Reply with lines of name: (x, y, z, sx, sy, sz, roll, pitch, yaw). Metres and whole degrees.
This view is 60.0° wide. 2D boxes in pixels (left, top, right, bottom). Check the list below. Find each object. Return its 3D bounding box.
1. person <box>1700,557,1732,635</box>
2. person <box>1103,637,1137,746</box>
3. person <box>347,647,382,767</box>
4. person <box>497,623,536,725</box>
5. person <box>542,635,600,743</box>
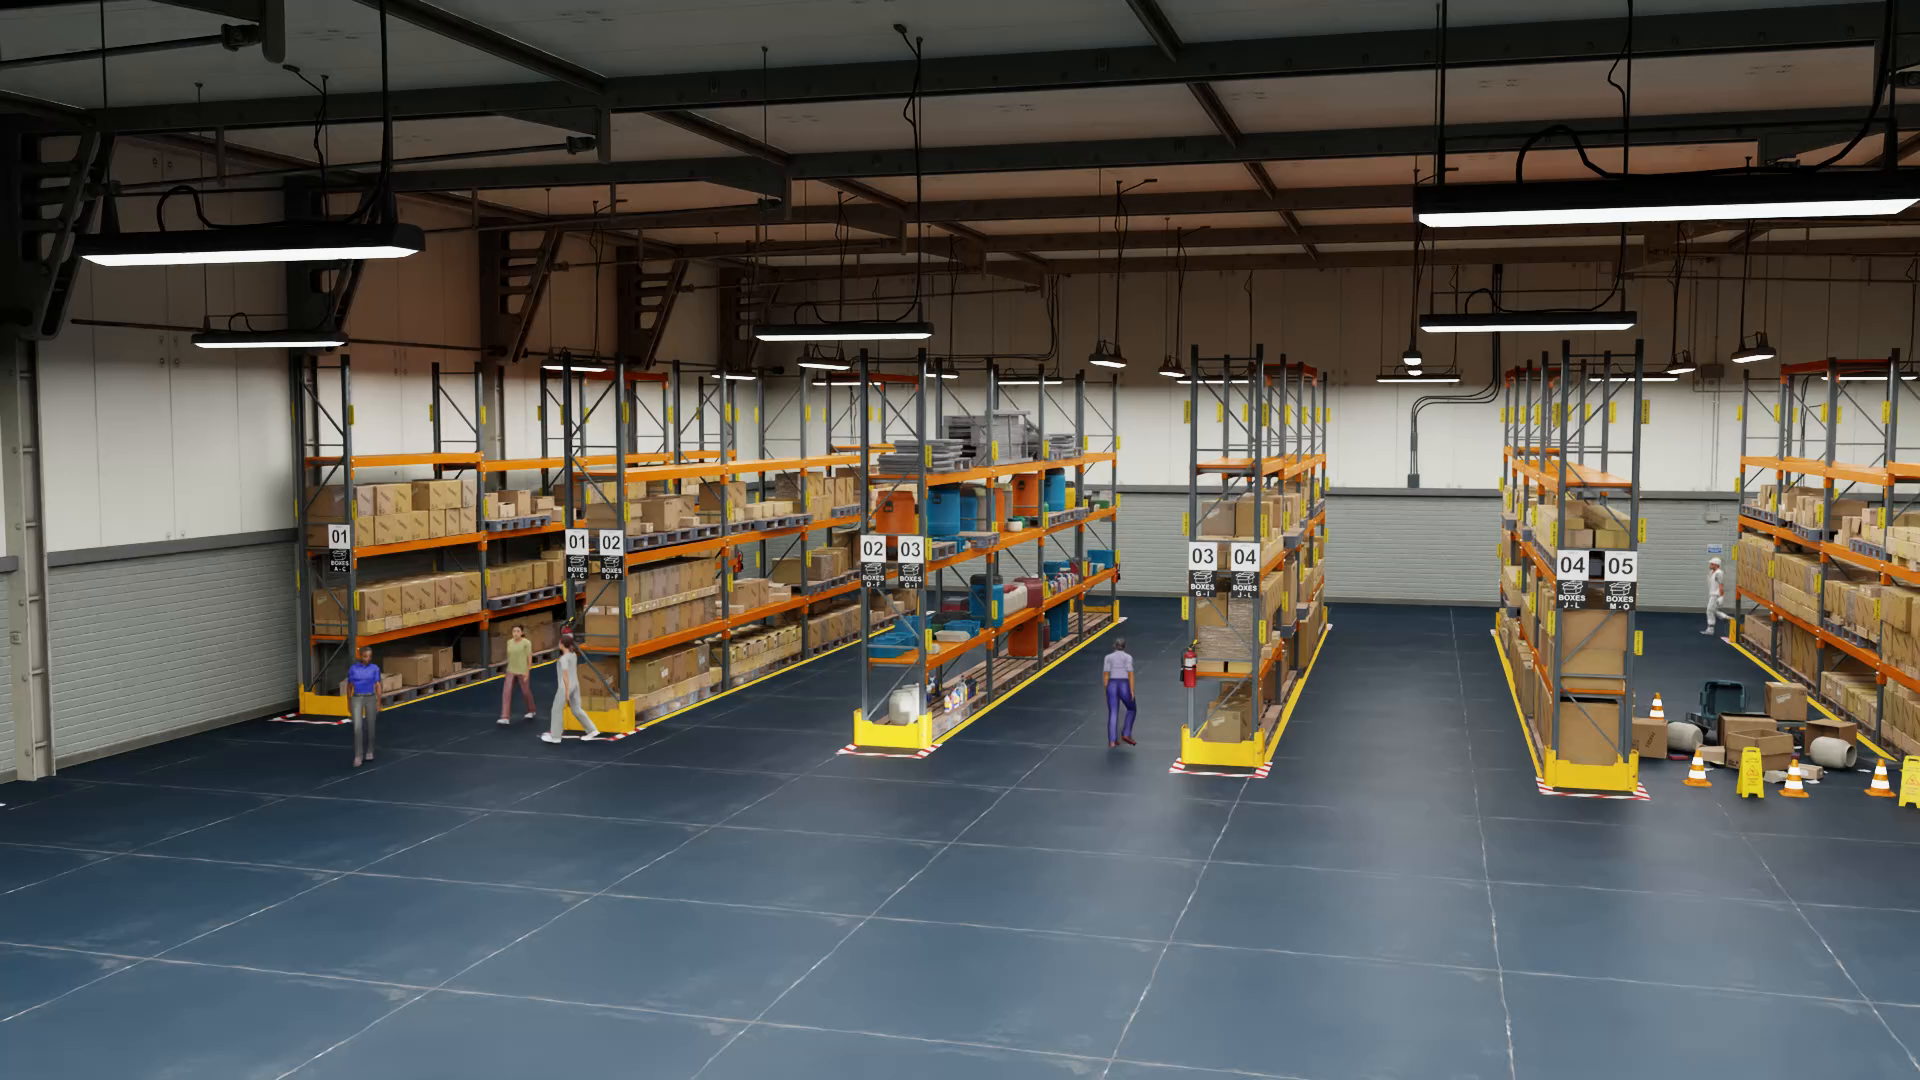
person: (17.270, 1.278, 37.819, 0.784, 1.774, 0.546, 1, 5, 19)
person: (2.407, 2.301, 25.180, 0.517, 1.657, 0.522, 2, 5, 25)
person: (-8.582, 2.392, 23.994, 0.471, 1.690, 0.622, -2, 5, -25)
person: (-7.207, 2.160, 27.099, 0.472, 1.640, 0.917, 0, 4, 1)
person: (-5.960, 2.273, 25.433, 0.826, 1.651, 0.447, 1, 5, 18)
